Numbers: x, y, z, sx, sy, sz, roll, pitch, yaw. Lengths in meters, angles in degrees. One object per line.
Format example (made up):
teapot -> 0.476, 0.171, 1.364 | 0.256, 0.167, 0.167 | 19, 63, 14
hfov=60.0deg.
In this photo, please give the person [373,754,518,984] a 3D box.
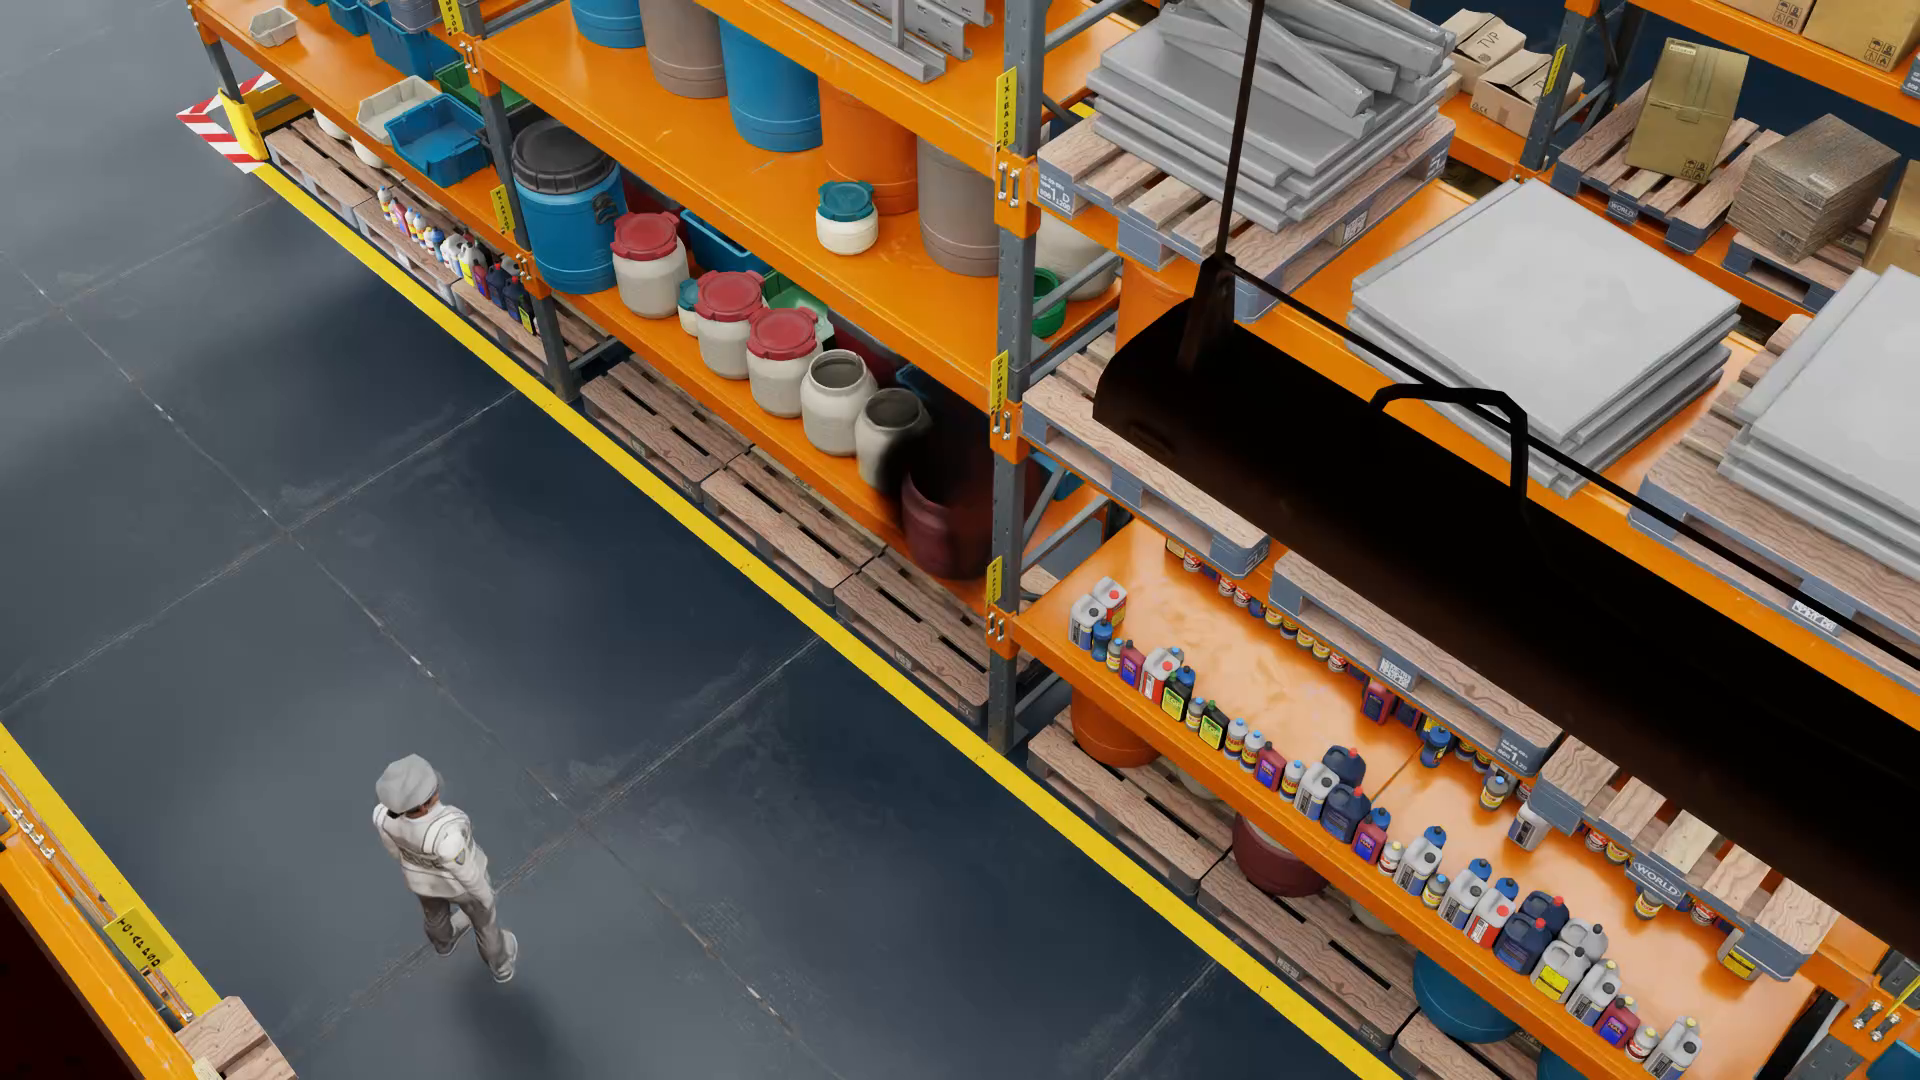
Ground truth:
person -> -2.364, 1.503, 7.665 | 0.491, 1.673, 0.392 | 6, 50, 5
